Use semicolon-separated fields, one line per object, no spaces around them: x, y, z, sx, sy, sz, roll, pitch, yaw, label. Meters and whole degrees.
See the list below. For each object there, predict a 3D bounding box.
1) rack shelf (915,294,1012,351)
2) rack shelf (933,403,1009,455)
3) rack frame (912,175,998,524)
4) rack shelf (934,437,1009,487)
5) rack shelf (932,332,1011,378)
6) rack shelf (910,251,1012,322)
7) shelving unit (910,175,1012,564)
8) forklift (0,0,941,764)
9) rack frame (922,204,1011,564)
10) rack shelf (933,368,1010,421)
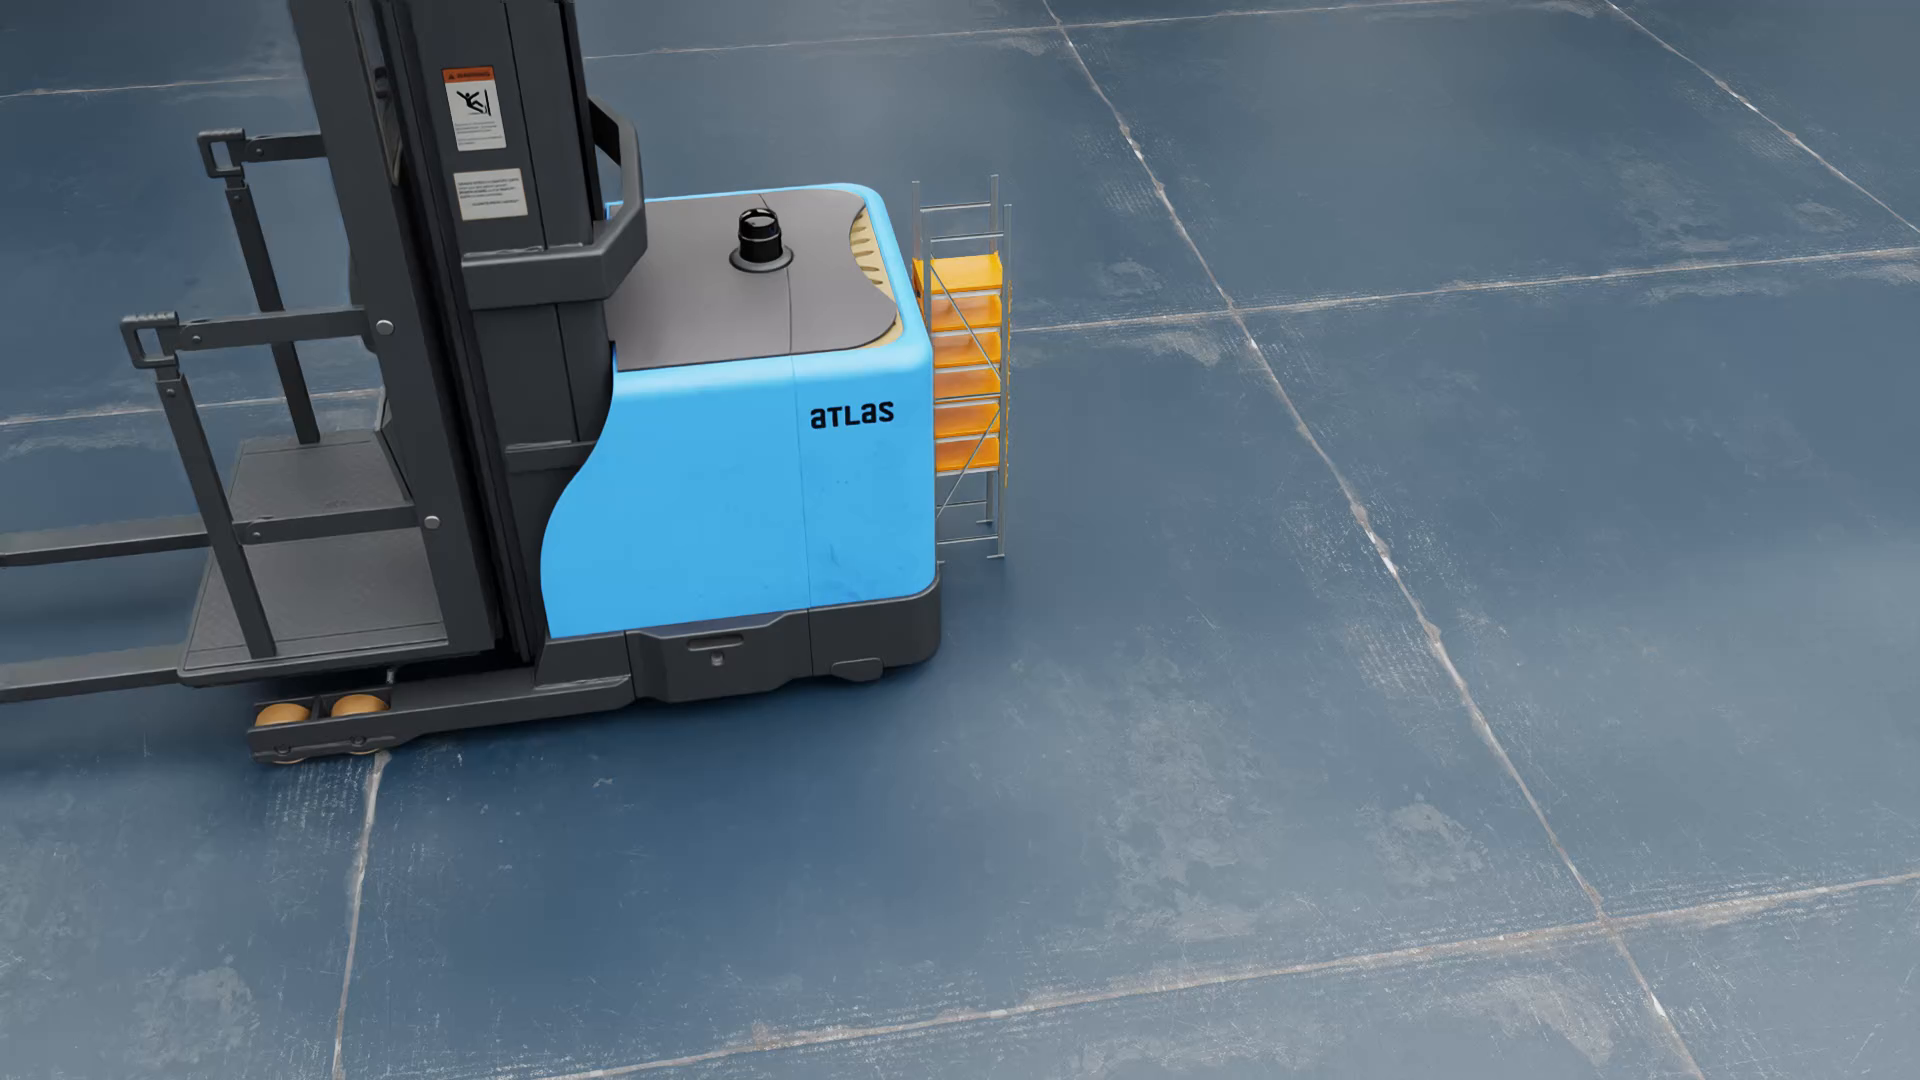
0.003;-0.620;4.751;0.258;0.103;0.180;-6;38;-8;rack shelf
0.003;-0.335;4.972;0.258;0.103;0.180;-6;38;-8;rack shelf
-0.013;-0.520;4.942;0.240;1.200;0.006;-6;38;-8;rack frame
0.003;-0.240;5.045;0.258;0.103;0.180;-6;38;-8;rack shelf
0.003;-0.525;4.824;0.258;0.103;0.180;-6;38;-8;rack shelf
0.003;-0.714;4.677;0.258;0.103;0.180;-6;38;-8;rack shelf
0.003;-0.465;4.871;0.258;1.200;0.189;-6;38;-8;shelving unit
-1.623;-0.908;4.029;3.031;2.935;1.130;-7;38;-8;forklift
0.019;-0.410;4.800;0.240;1.200;0.006;-6;38;-8;rack frame
0.003;-0.430;4.898;0.258;0.103;0.180;-6;38;-8;rack shelf
